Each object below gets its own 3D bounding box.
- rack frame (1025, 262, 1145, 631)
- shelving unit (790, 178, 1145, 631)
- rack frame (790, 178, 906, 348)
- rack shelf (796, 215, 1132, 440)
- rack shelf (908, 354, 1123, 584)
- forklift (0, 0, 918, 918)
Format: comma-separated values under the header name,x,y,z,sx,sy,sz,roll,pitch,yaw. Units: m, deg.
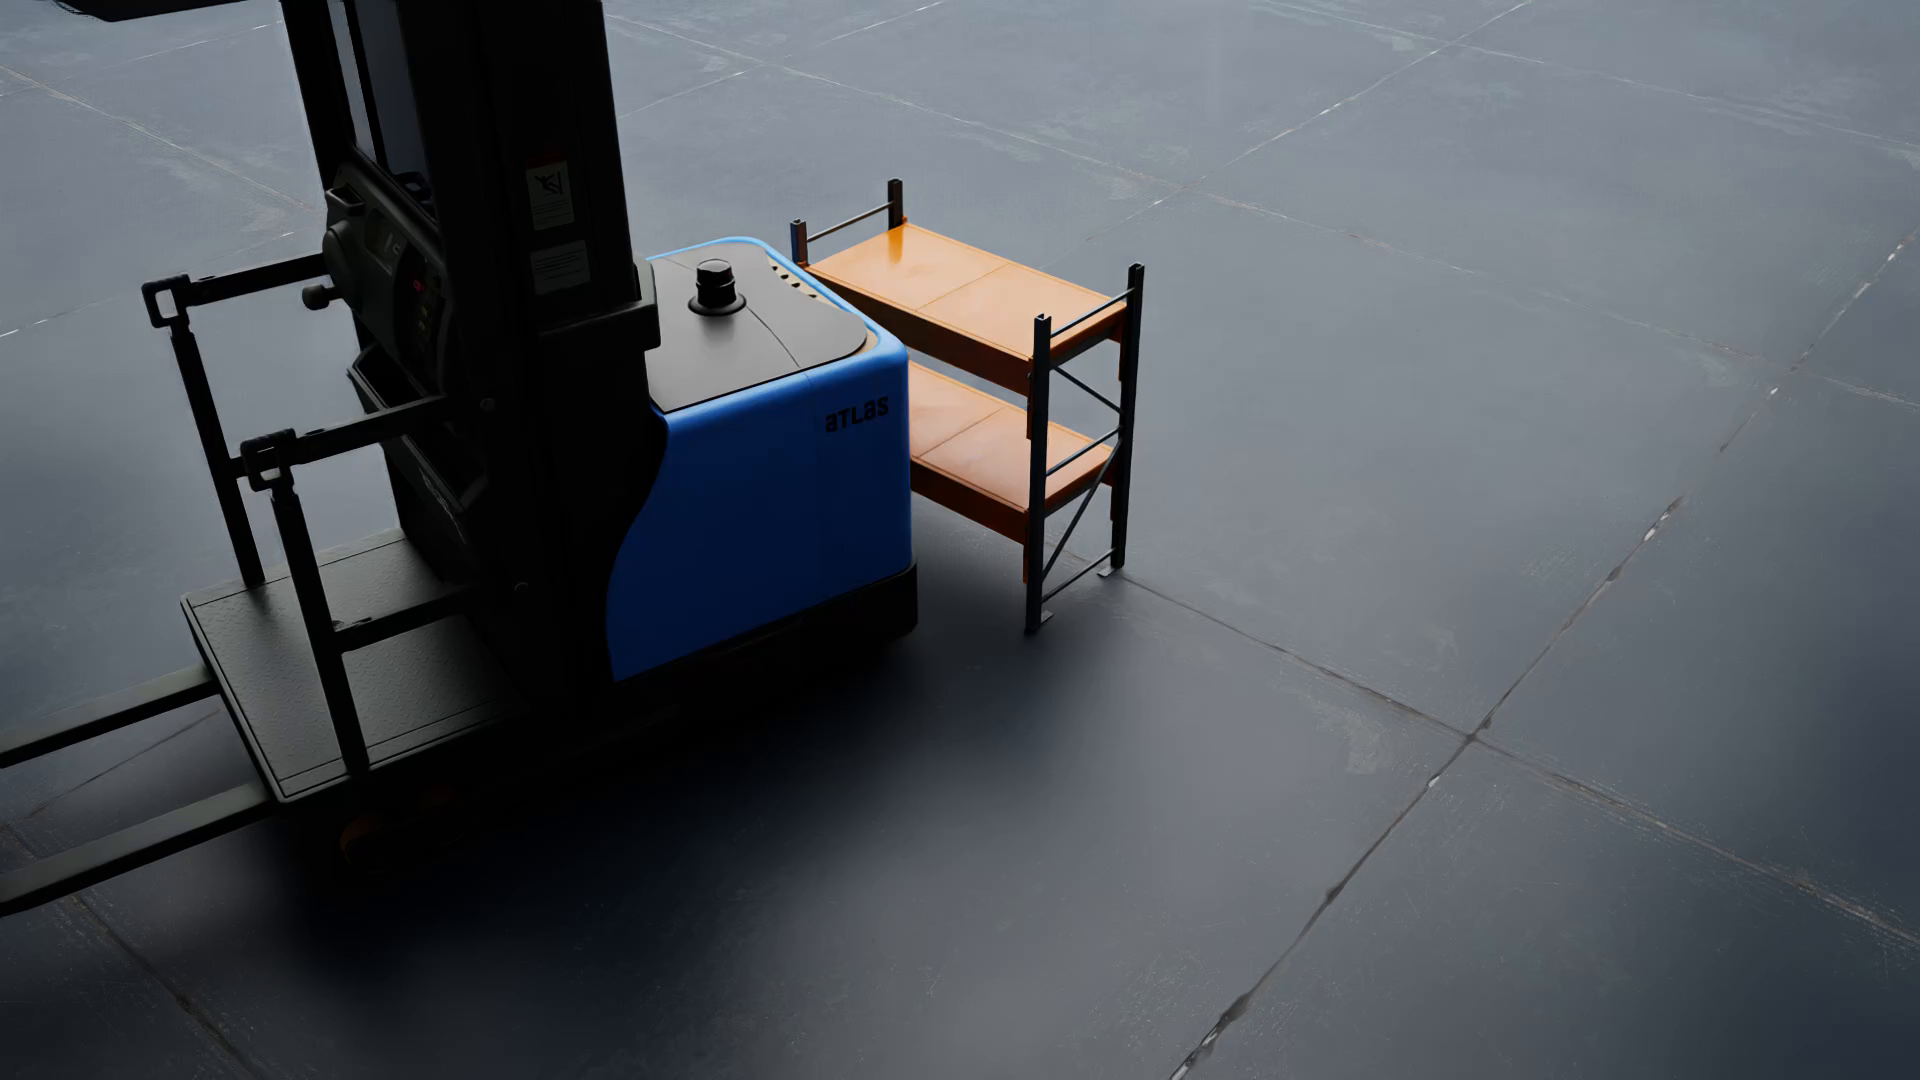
name,x,y,z,sx,sy,sz,roll,pitch,yaw
rack frame,0.391,-0.280,5.268,0.032,1.125,0.500,27,42,33
shelving unit,0.009,-0.470,5.545,1.048,1.125,0.538,27,42,33
rack frame,-0.372,-0.660,5.822,0.032,1.125,0.500,27,42,33
rack shelf,0.009,-0.711,5.379,1.000,0.278,0.538,27,42,33
rack shelf,0.009,-0.268,5.684,1.000,0.278,0.538,27,42,33
forklift,-1.642,-0.641,4.199,3.031,2.935,1.130,-21,40,-28
